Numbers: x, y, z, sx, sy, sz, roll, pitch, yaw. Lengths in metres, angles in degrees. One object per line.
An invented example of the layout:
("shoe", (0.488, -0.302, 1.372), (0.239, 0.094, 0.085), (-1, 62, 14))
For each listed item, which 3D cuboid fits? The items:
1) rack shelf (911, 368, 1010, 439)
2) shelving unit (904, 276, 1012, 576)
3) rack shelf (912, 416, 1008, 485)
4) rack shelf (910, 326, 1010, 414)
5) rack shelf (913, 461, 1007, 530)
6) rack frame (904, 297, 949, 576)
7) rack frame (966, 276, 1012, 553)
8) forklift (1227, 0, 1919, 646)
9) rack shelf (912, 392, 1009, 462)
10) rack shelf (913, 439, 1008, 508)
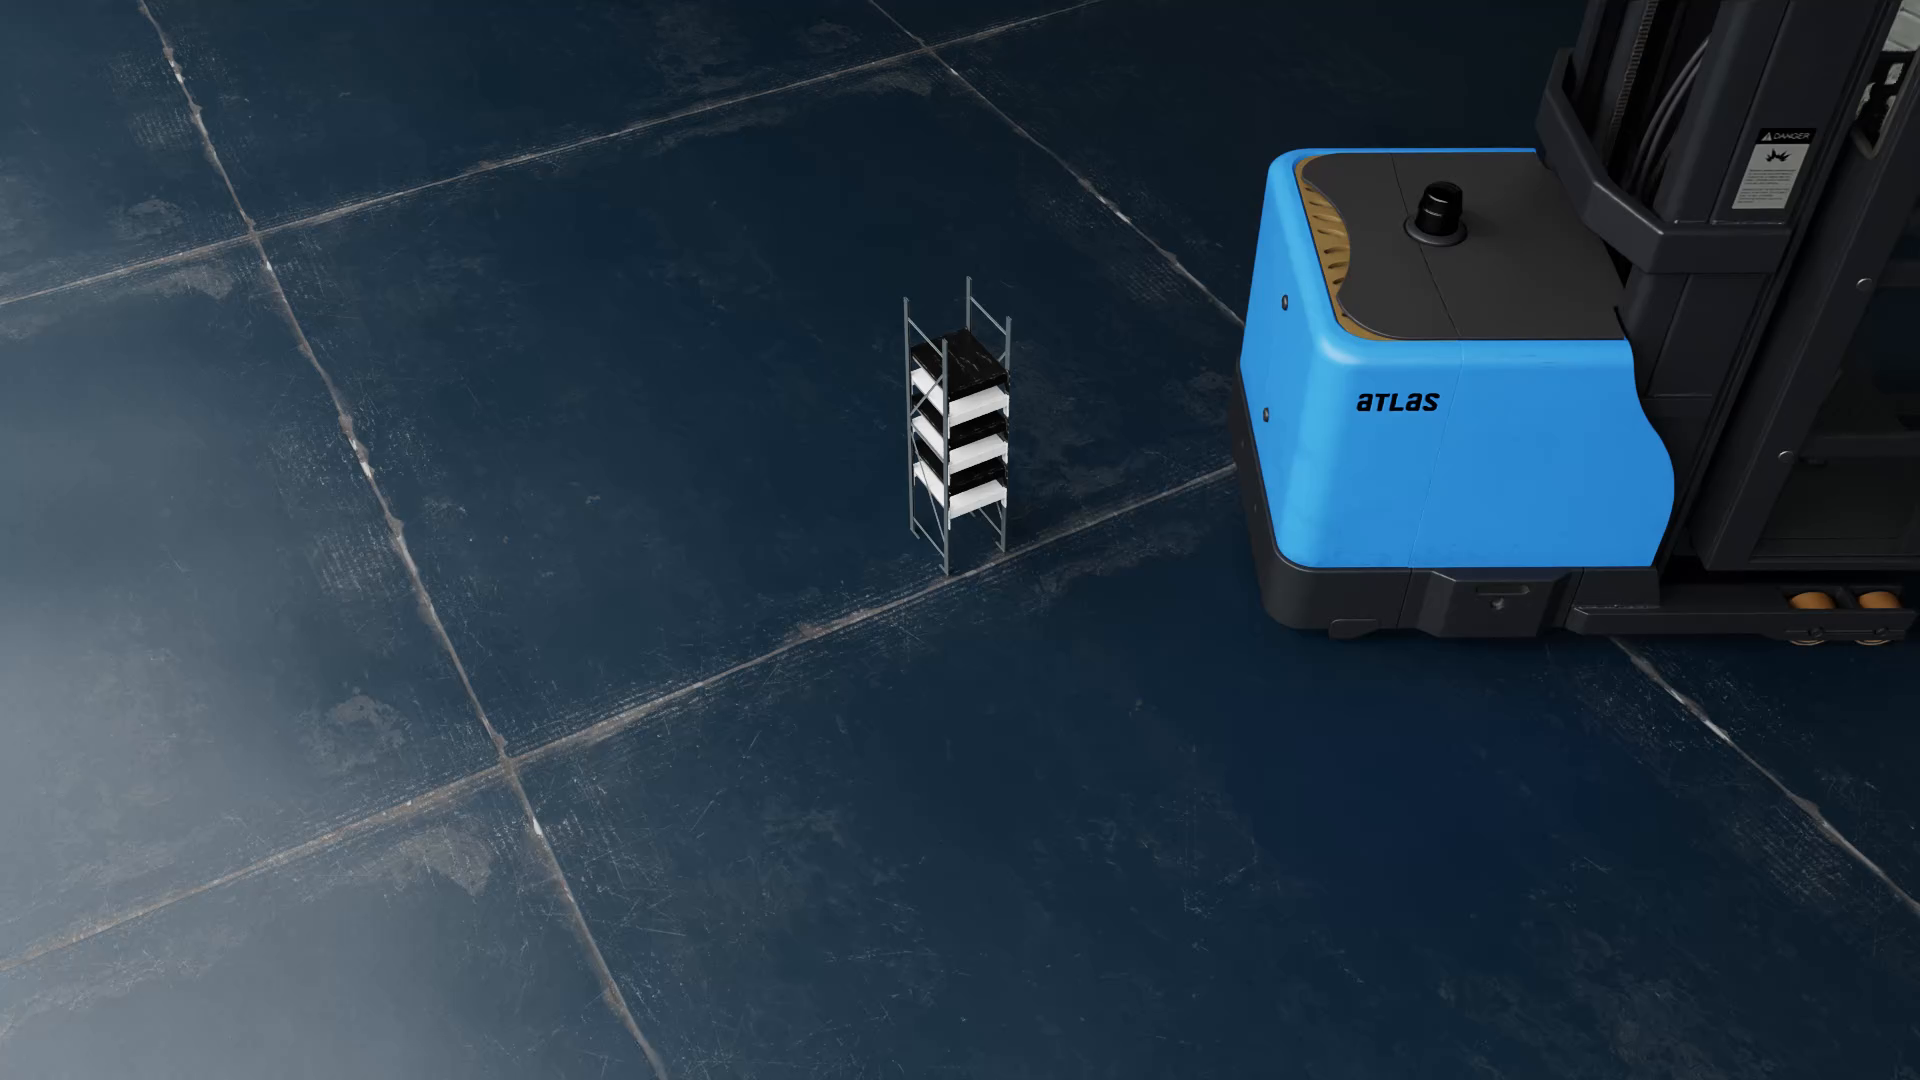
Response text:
("rack shelf", (-0.007, -0.425, 4.832), (0.200, 0.077, 0.258), (-22, 48, -21))
("shelving unit", (-0.007, -0.320, 4.934), (0.210, 0.900, 0.258), (-22, 48, -21))
("rack shelf", (-0.007, -0.296, 4.957), (0.200, 0.077, 0.258), (-22, 48, -21))
("rack shelf", (-0.007, -0.490, 4.769), (0.200, 0.077, 0.258), (-22, 48, -21))
("rack shelf", (-0.007, -0.167, 5.082), (0.200, 0.077, 0.258), (-22, 48, -21))
("rack frame", (-0.095, -0.285, 4.897), (0.006, 0.900, 0.240), (-22, 48, -21))
("rack frame", (0.081, -0.355, 4.970), (0.006, 0.900, 0.240), (-22, 48, -21))
("forklift", (2.412, -1.112, 4.291), (3.031, 2.935, 1.130), (0, 44, 0))
("rack shelf", (-0.007, -0.361, 4.894), (0.200, 0.077, 0.258), (-22, 48, -21))
("rack shelf", (-0.007, -0.232, 5.020), (0.200, 0.077, 0.258), (-22, 48, -21))
